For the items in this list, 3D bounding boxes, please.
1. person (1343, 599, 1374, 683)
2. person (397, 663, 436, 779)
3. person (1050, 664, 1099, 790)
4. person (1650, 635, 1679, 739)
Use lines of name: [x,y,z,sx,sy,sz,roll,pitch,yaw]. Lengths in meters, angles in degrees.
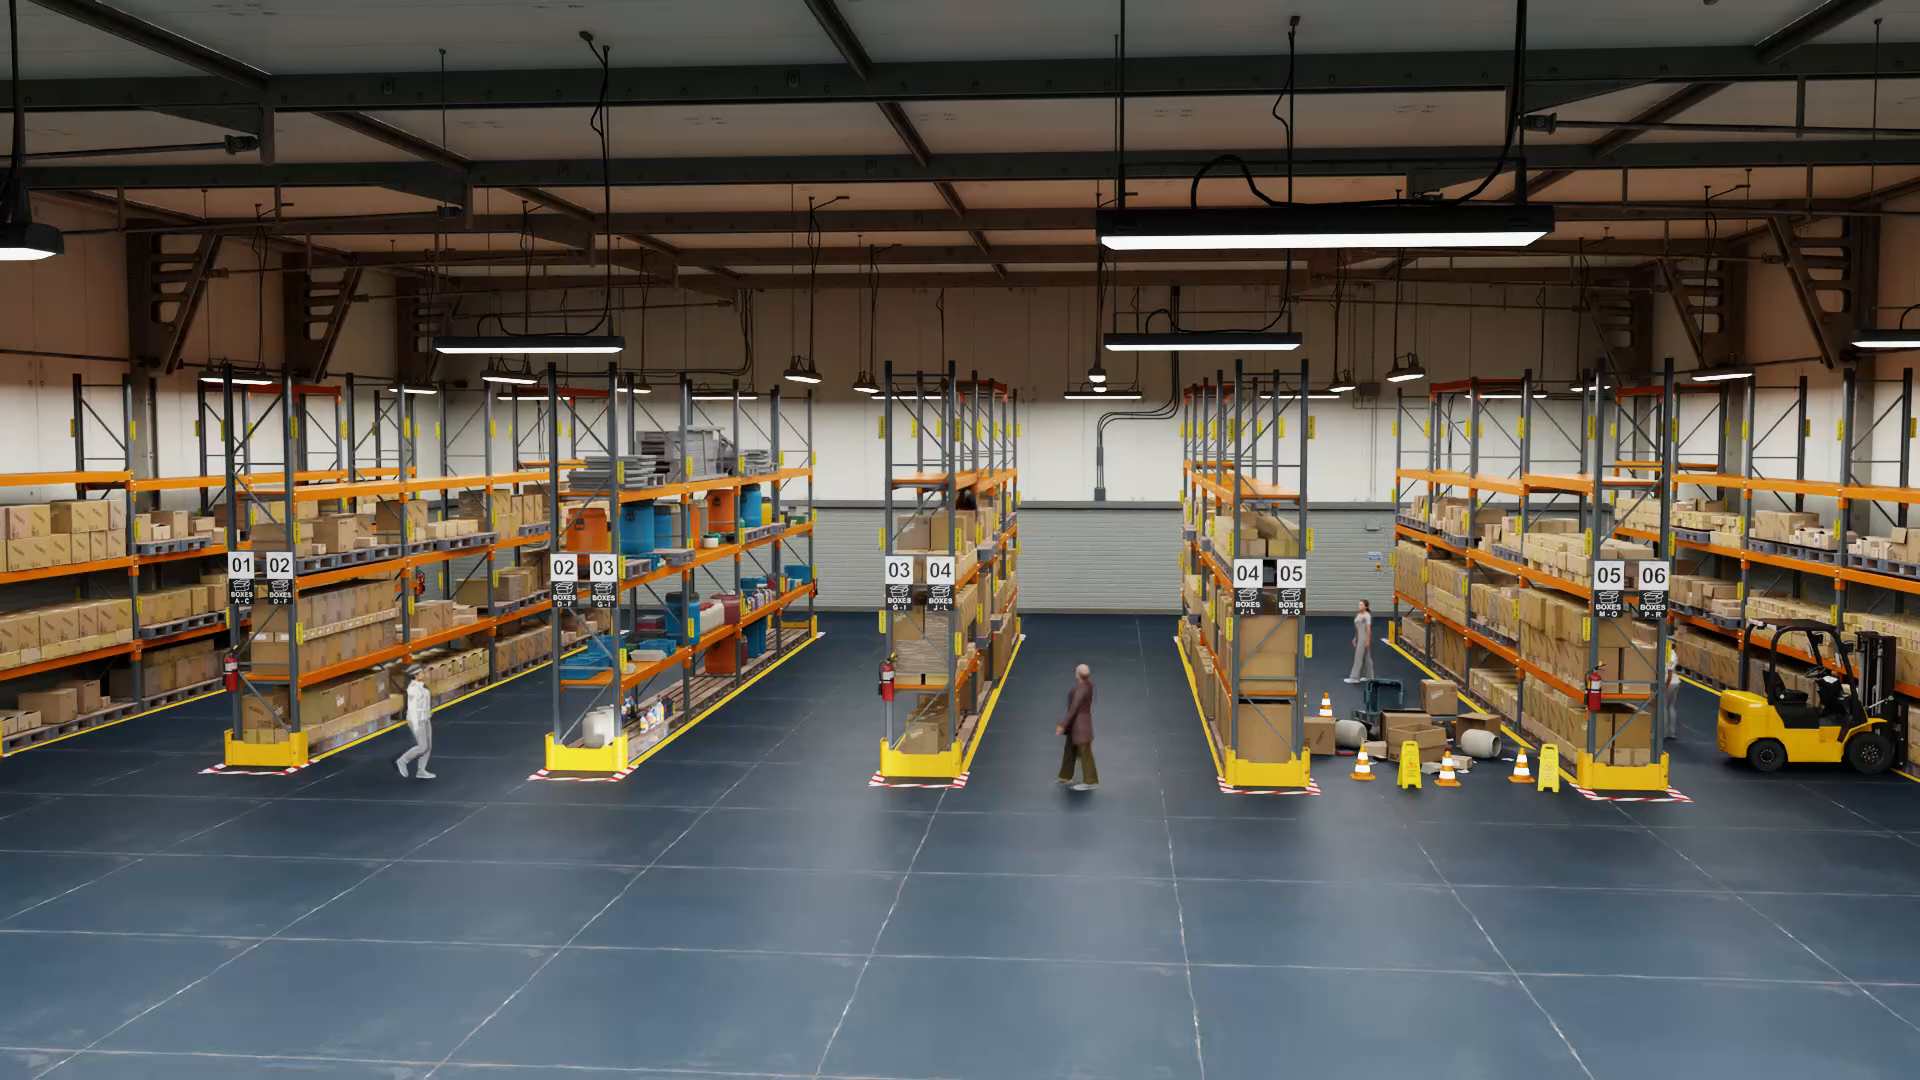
person: [7.939,2.001,33.070,0.624,1.659,0.494,1,4,10]
person: [-7.782,2.581,23.756,0.507,1.678,0.510,1,4,9]
person: [1.605,2.612,23.224,0.645,1.798,0.681,0,4,-3]
person: [11.502,2.386,27.131,0.401,1.698,0.516,3,5,40]
